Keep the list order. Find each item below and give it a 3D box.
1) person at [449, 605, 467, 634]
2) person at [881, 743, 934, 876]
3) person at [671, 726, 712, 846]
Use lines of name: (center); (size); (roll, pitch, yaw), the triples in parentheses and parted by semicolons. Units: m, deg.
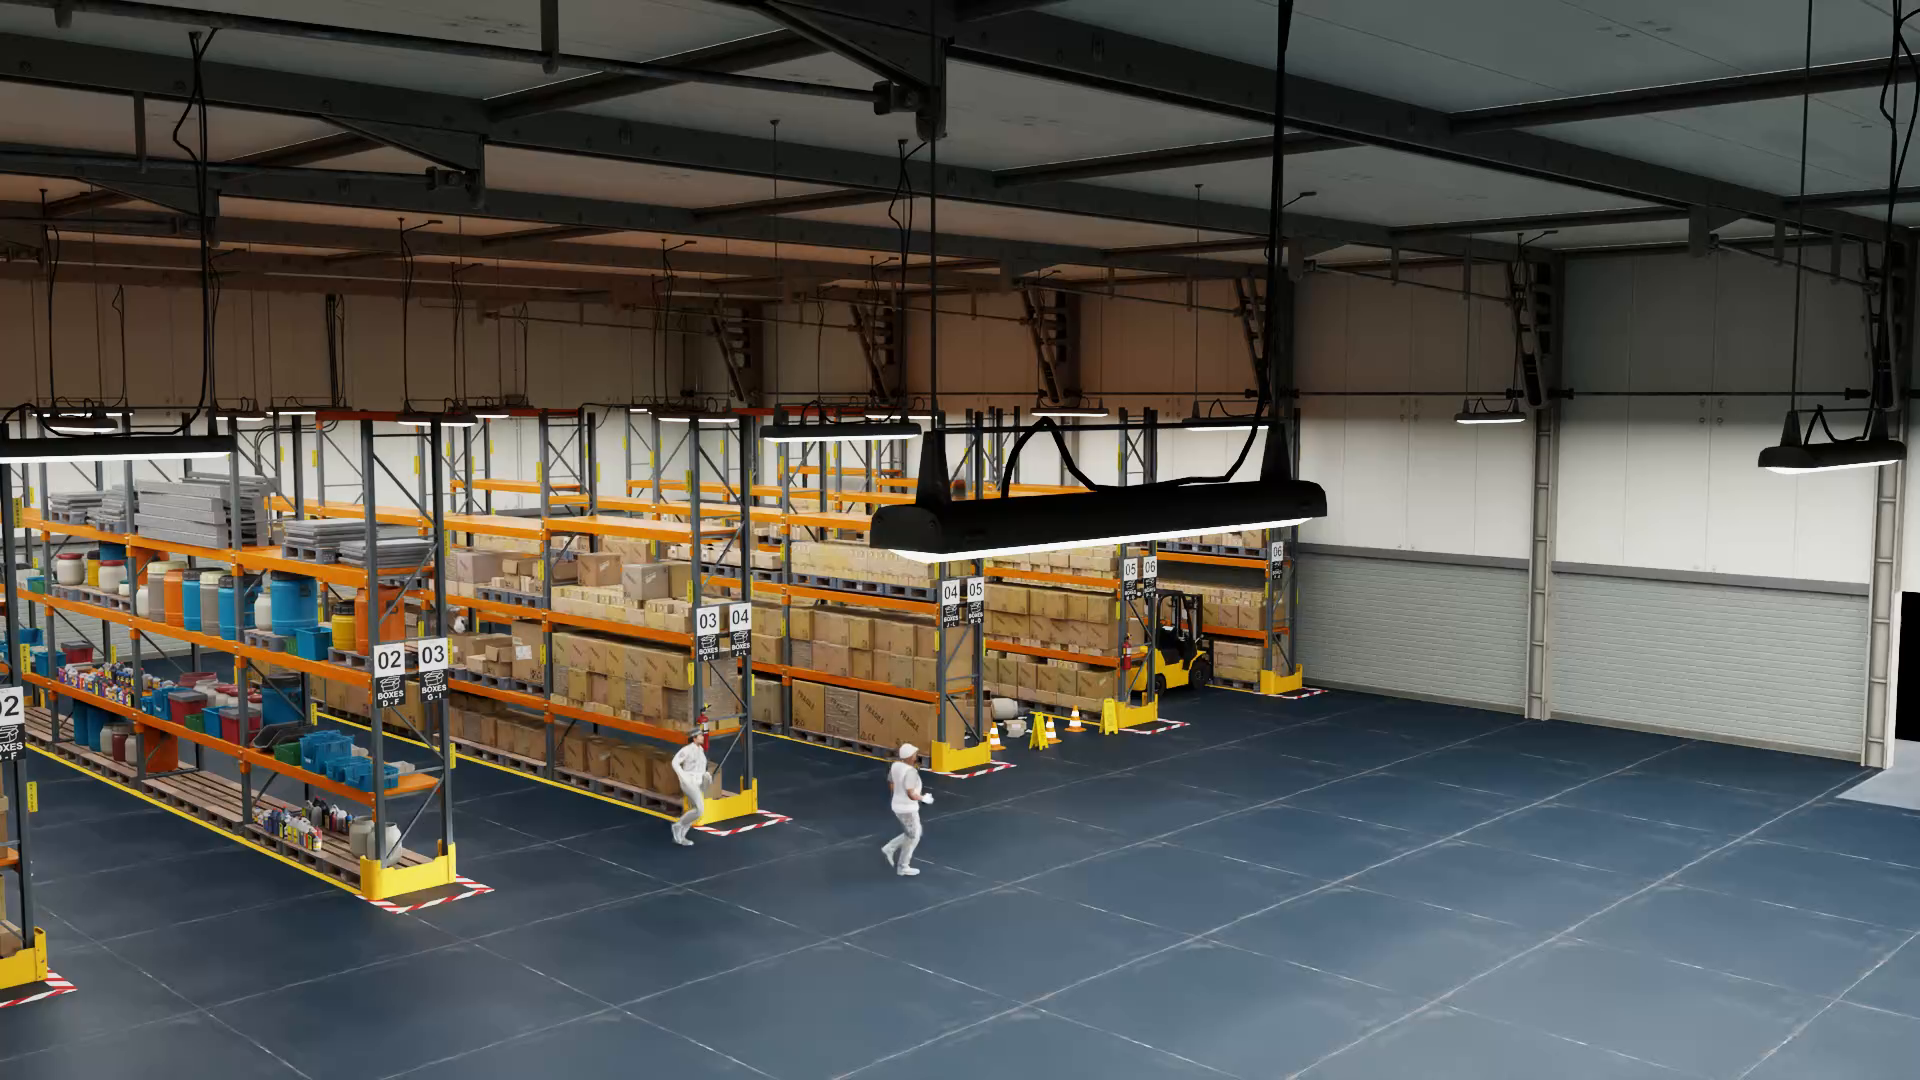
person: (-11.044, 2.282, 36.449); (0.524, 1.736, 0.753); (-4, 7, -39)
person: (-0.686, 3.533, 21.801); (0.633, 1.746, 0.665); (-2, 5, -20)
person: (-3.745, 3.441, 23.425); (0.508, 1.641, 0.647); (1, 5, 12)
